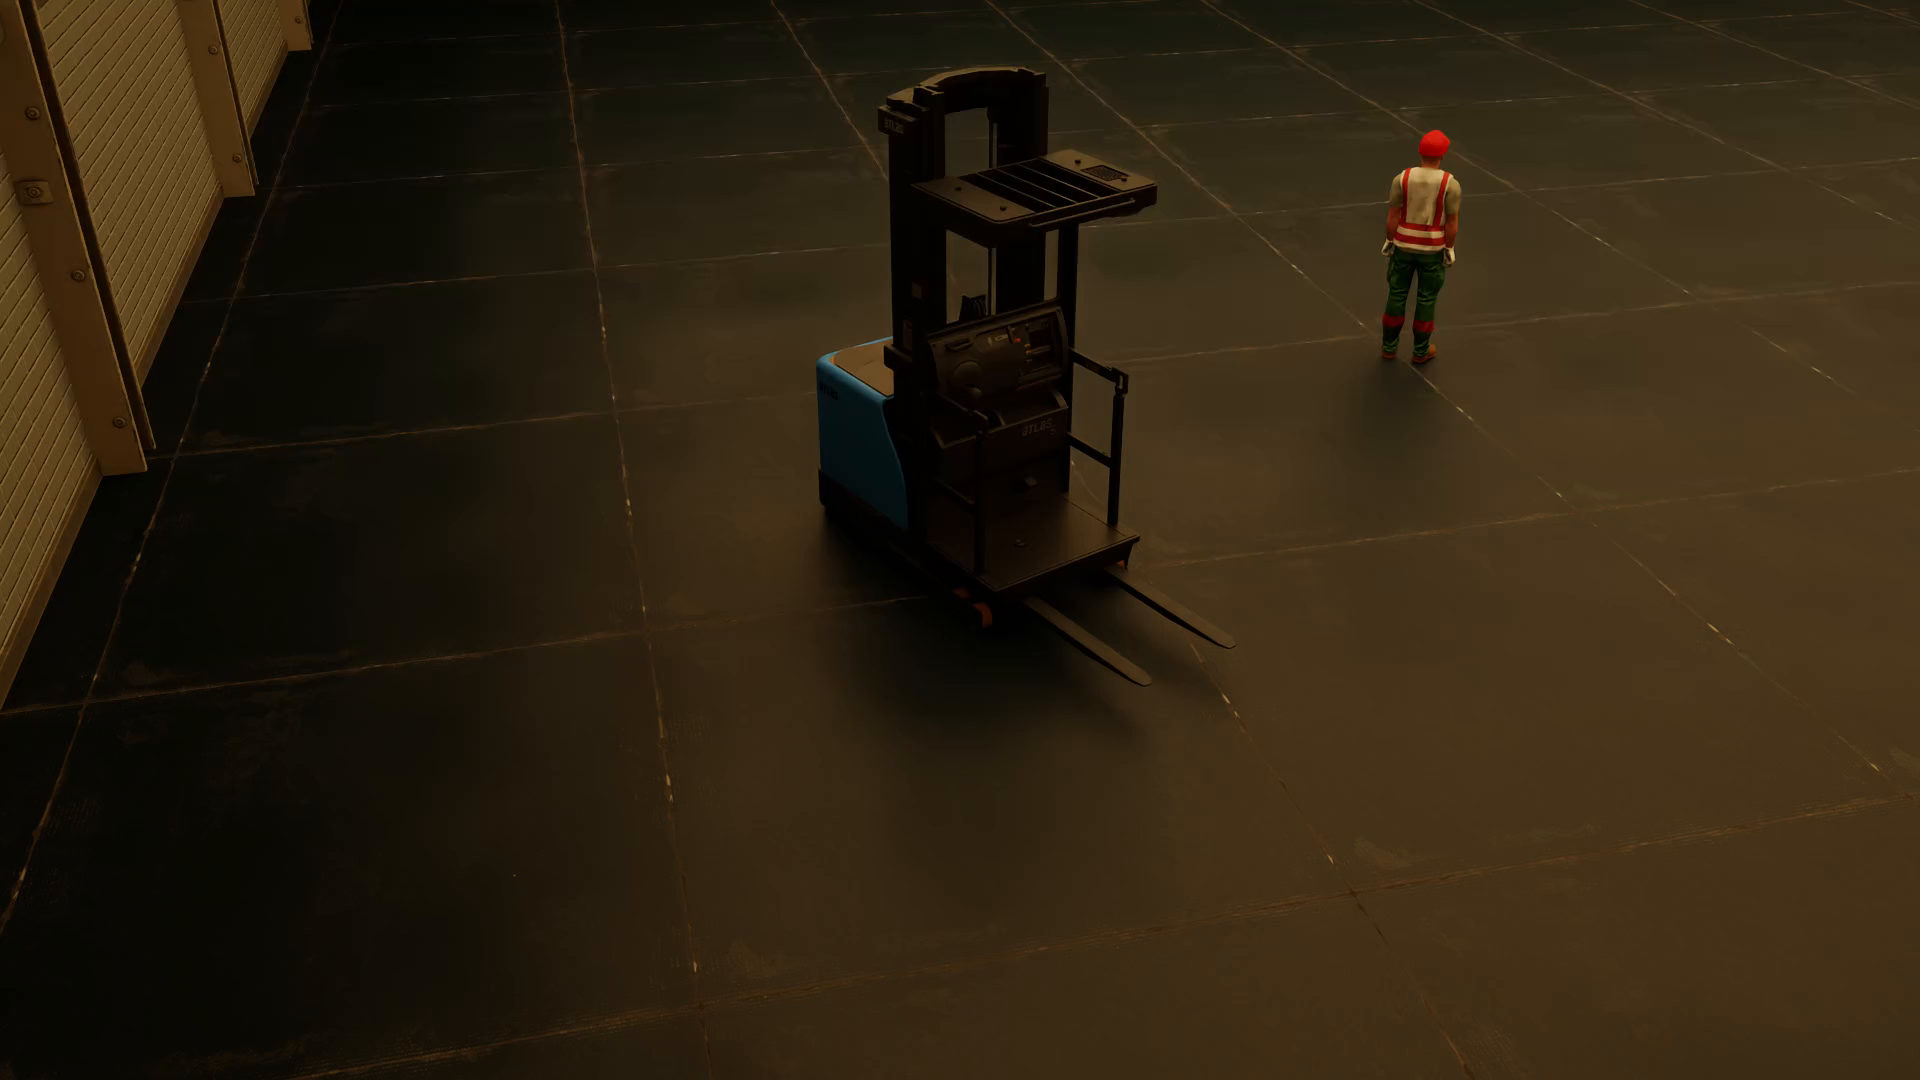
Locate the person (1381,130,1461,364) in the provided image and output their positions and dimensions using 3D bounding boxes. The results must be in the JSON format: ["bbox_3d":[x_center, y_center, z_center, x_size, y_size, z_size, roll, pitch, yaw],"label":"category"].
[{"bbox_3d":[3.466,-2.211,12.532,0.546,1.795,0.366,13,32,21],"label":"person"}]

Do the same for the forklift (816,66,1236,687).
[{"bbox_3d":[0.355,-1.021,9.338,1.130,2.935,3.031,-20,35,-30],"label":"forklift"}]
